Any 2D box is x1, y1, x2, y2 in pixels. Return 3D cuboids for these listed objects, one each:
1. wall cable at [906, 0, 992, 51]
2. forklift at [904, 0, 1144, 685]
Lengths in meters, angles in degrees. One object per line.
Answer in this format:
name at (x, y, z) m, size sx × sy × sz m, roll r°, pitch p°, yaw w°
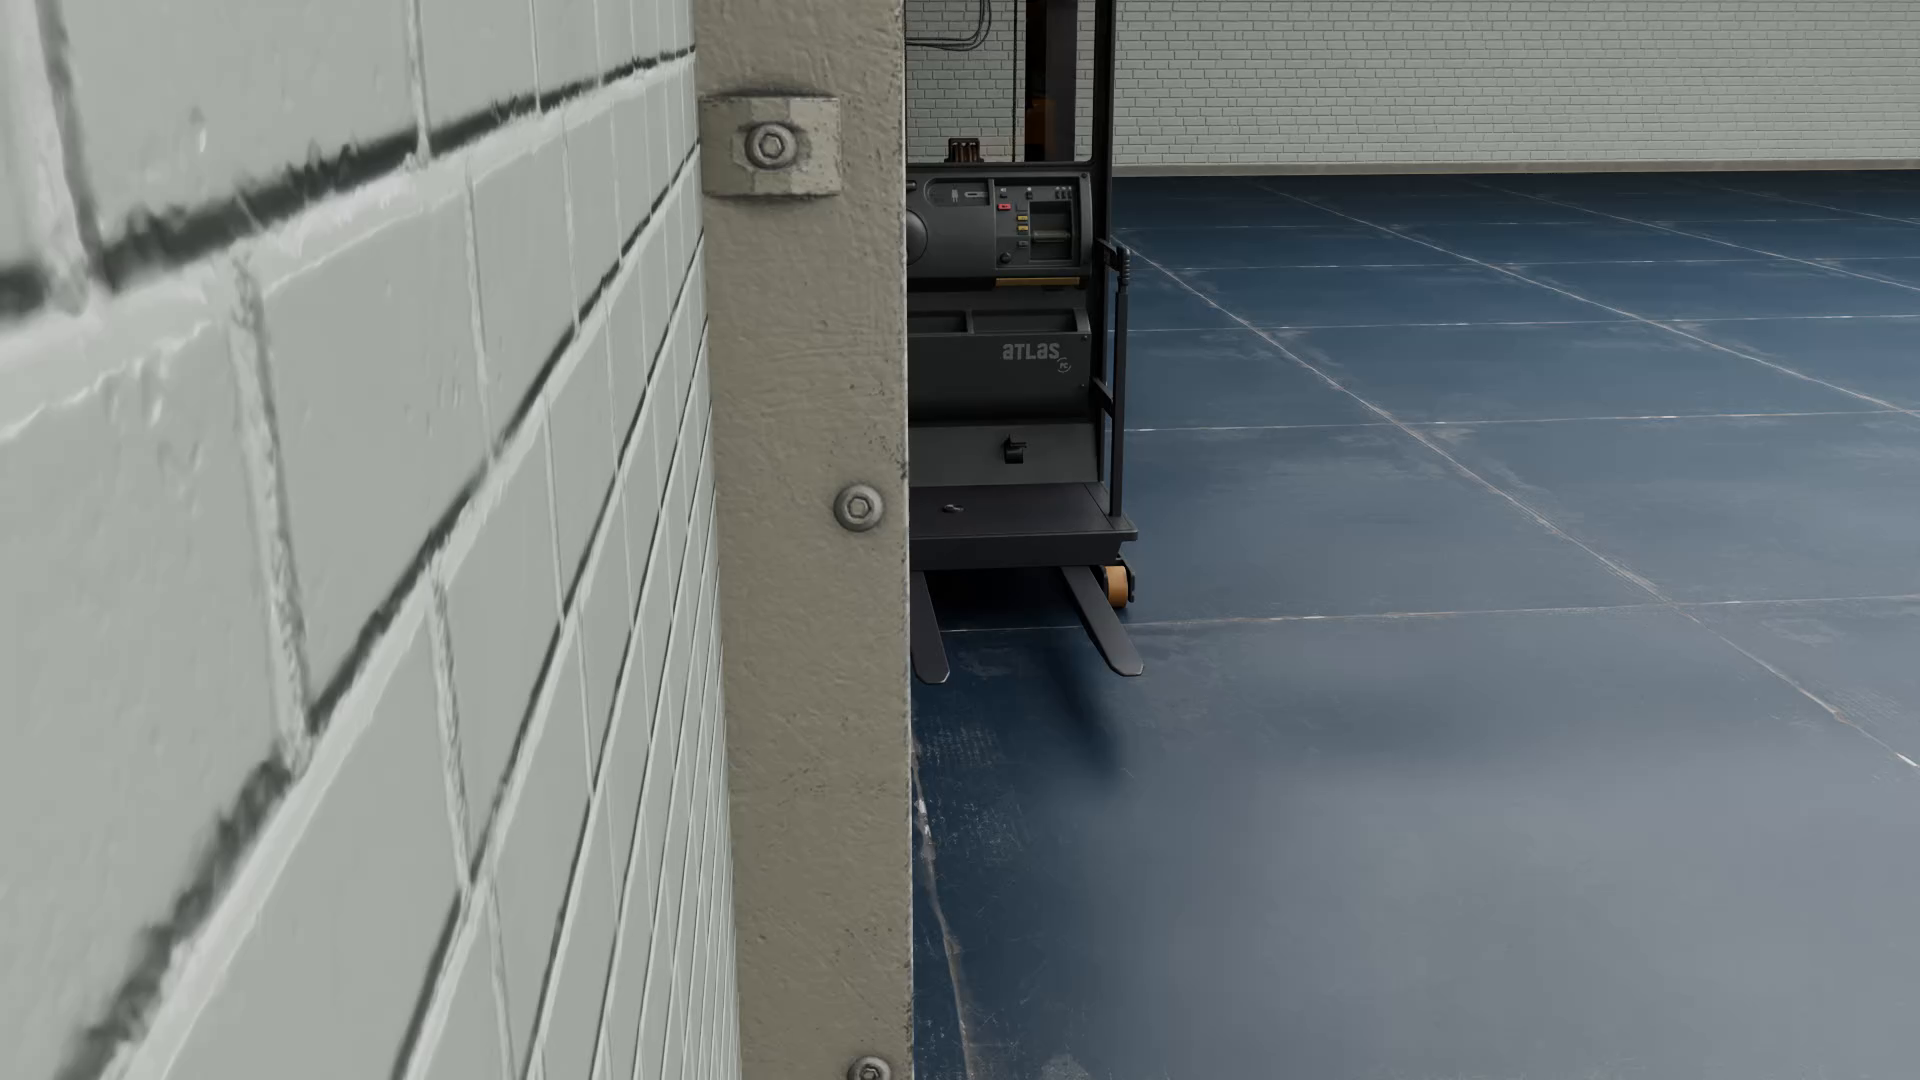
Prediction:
wall cable at (-1.100, -7.849, 22.337) m, size 3.097 × 2.526 × 0.112 m, roll -2°, pitch 18°, yaw -6°
forklift at (0.066, -1.213, 6.147) m, size 1.130 × 2.935 × 3.031 m, roll -2°, pitch 18°, yaw -6°
